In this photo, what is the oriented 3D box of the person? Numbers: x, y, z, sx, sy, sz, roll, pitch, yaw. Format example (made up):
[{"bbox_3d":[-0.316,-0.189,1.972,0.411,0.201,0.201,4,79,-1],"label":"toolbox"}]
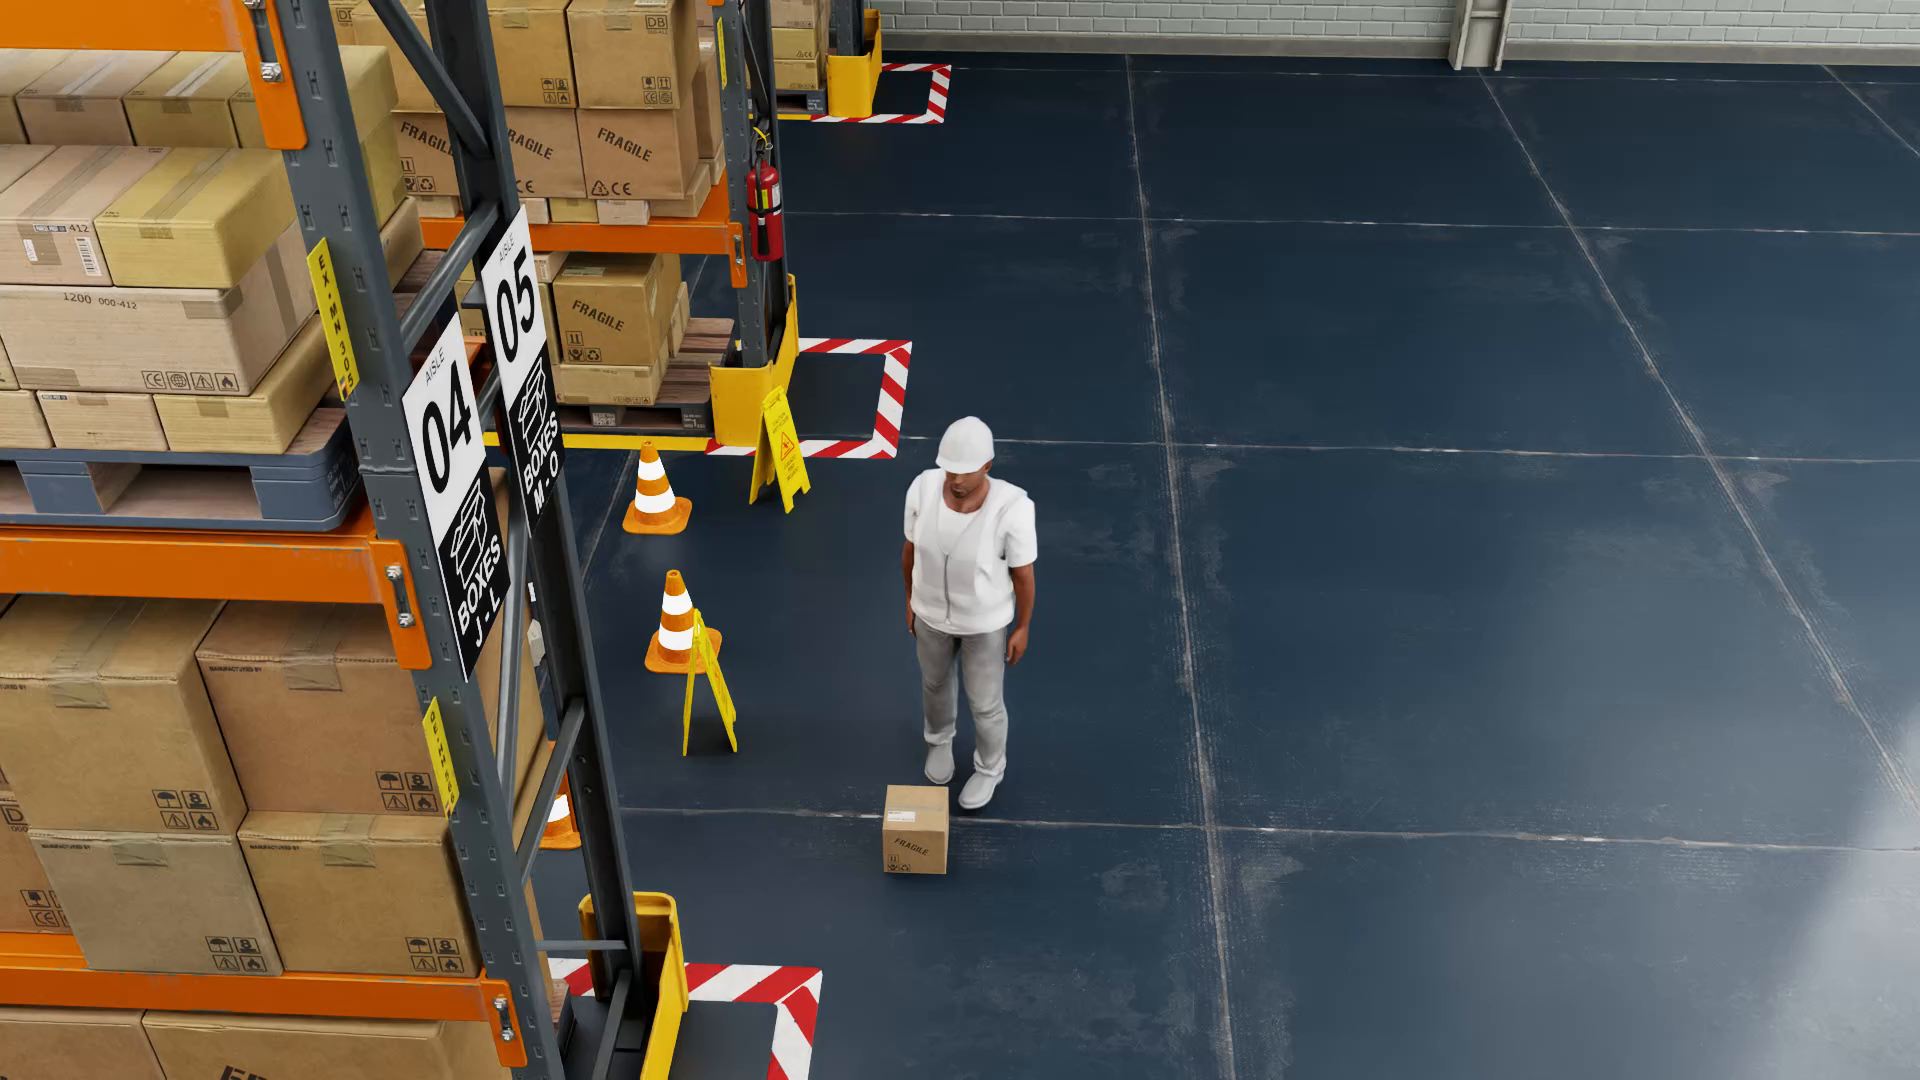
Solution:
[{"bbox_3d":[0.012,0.307,6.679,0.568,1.777,0.426,14,38,19],"label":"person"}]
